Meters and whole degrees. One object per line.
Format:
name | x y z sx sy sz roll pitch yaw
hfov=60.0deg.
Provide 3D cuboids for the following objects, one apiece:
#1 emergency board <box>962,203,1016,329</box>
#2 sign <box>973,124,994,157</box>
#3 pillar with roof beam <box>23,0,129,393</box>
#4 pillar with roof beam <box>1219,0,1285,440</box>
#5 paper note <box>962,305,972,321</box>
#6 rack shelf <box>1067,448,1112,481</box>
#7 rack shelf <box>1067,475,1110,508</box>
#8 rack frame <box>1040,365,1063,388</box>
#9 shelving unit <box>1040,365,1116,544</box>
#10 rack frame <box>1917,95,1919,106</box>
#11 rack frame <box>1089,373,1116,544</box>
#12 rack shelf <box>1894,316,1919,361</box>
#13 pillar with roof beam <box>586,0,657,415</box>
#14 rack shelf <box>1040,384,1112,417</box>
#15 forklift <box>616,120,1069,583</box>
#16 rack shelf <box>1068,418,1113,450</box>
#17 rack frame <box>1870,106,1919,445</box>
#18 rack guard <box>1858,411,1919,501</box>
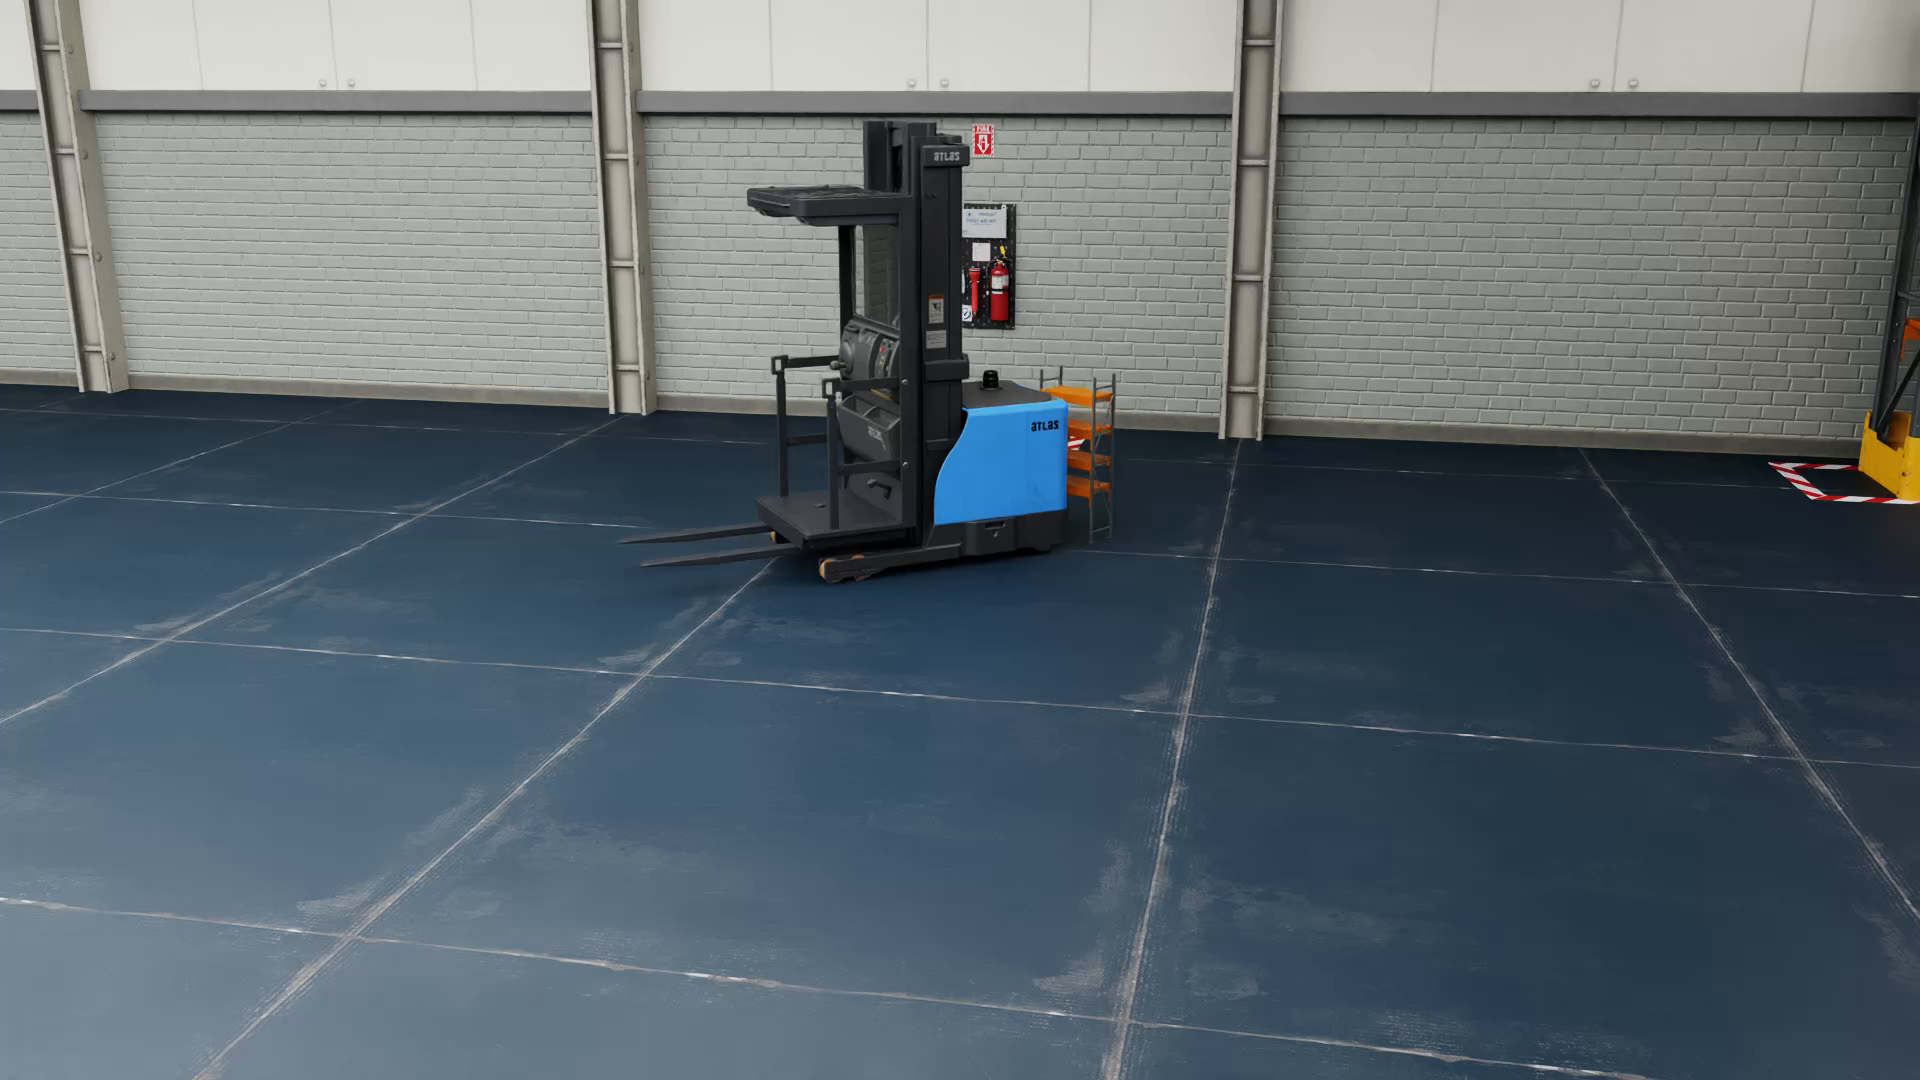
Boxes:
emergency board | 0.203 -2.554 15.593 0.643 1.169 0.194 3 16 11
sign | 0.215 -3.698 15.379 0.199 0.298 0.001 3 16 11
pillar with roof beam | -10.000 -4.816 12.520 0.400 9.000 9.100 3 16 11
pillar with roof beam | 1.759 -4.177 10.216 0.400 9.000 9.100 3 16 11
paper note | 0.043 -2.157 15.810 0.142 0.148 0.016 3 16 11
rack shelf | 0.836 -0.555 11.999 0.480 0.148 0.258 14 21 41
rack shelf | 0.836 -0.363 12.052 0.480 0.148 0.258 14 21 41
rack frame | 0.659 -0.664 12.142 0.015 1.200 0.240 14 21 41
shelving unit | 0.836 -0.619 11.981 0.503 1.200 0.258 14 21 41
rack frame | 7.638 -4.795 12.447 0.127 3.000 1.000 3 16 11
rack frame | 1.013 -0.575 11.819 0.015 1.200 0.240 14 21 41
rack shelf | 9.598 -1.451 12.959 4.000 0.370 1.077 3 16 11
pillar with roof beam | -4.121 -4.497 11.368 0.400 9.000 9.100 3 16 11
rack shelf | 0.836 -0.998 11.876 0.480 0.148 0.258 14 21 41
forklift | -0.796 -1.287 11.146 3.031 2.935 1.130 -7 17 -24
rack shelf | 0.836 -0.770 11.939 0.480 0.148 0.258 14 21 41
rack frame | 7.638 -1.904 13.247 0.127 3.000 1.000 3 16 11
rack guard | 7.713 -0.696 13.567 0.348 0.500 1.175 3 16 11
